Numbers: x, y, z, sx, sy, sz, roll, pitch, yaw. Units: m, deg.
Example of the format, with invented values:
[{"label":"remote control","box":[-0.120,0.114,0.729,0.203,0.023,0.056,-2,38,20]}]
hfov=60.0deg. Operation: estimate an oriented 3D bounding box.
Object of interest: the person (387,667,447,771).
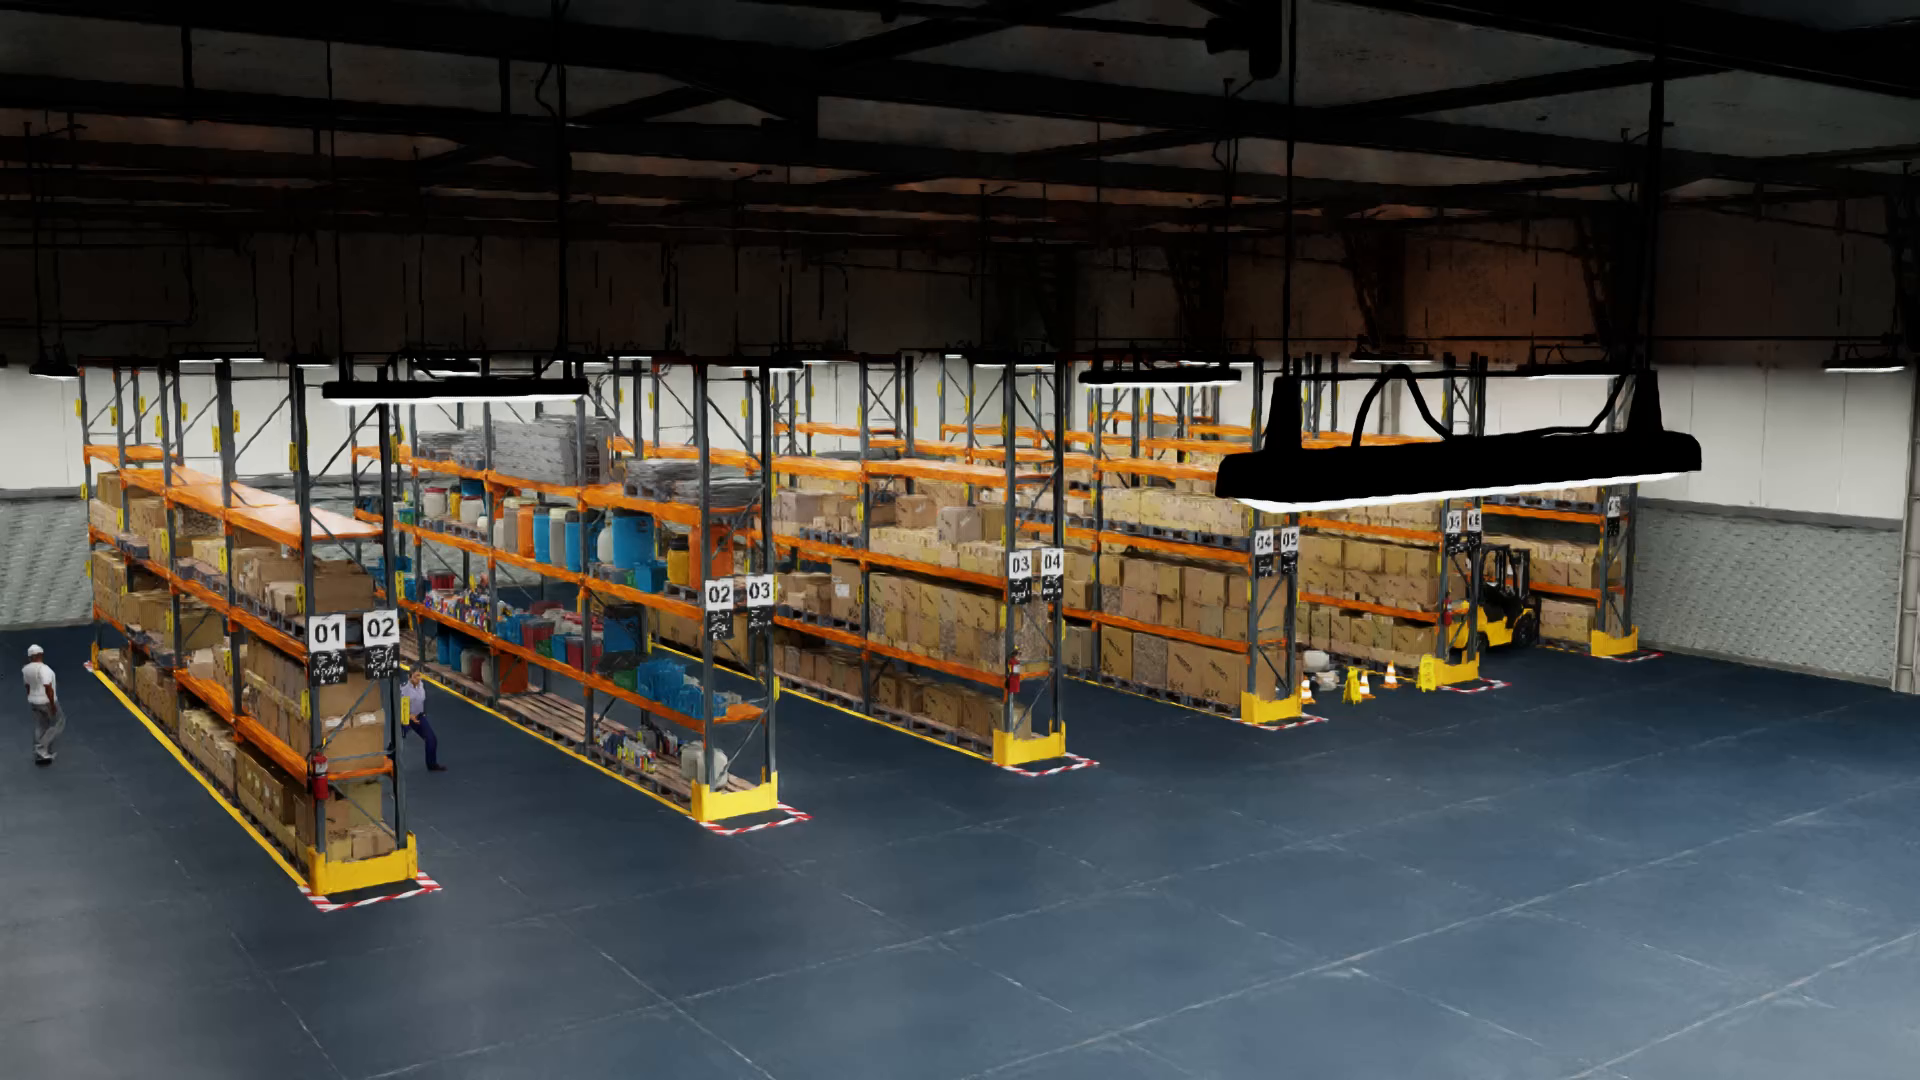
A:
[{"label":"person","box":[-8.007,2.619,24.259,0.818,1.556,0.656,5,9,38]}]

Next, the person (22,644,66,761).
[{"label":"person","box":[-13.758,2.438,24.919,0.606,1.762,0.456,3,8,26]}]

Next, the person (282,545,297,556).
[{"label":"person","box":[-15.090,0.911,37.645,0.730,1.743,0.686,-4,8,-31]}]

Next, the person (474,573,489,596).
[{"label":"person","box":[-9.523,1.475,33.179,0.741,1.673,0.651,3,8,25]}]
